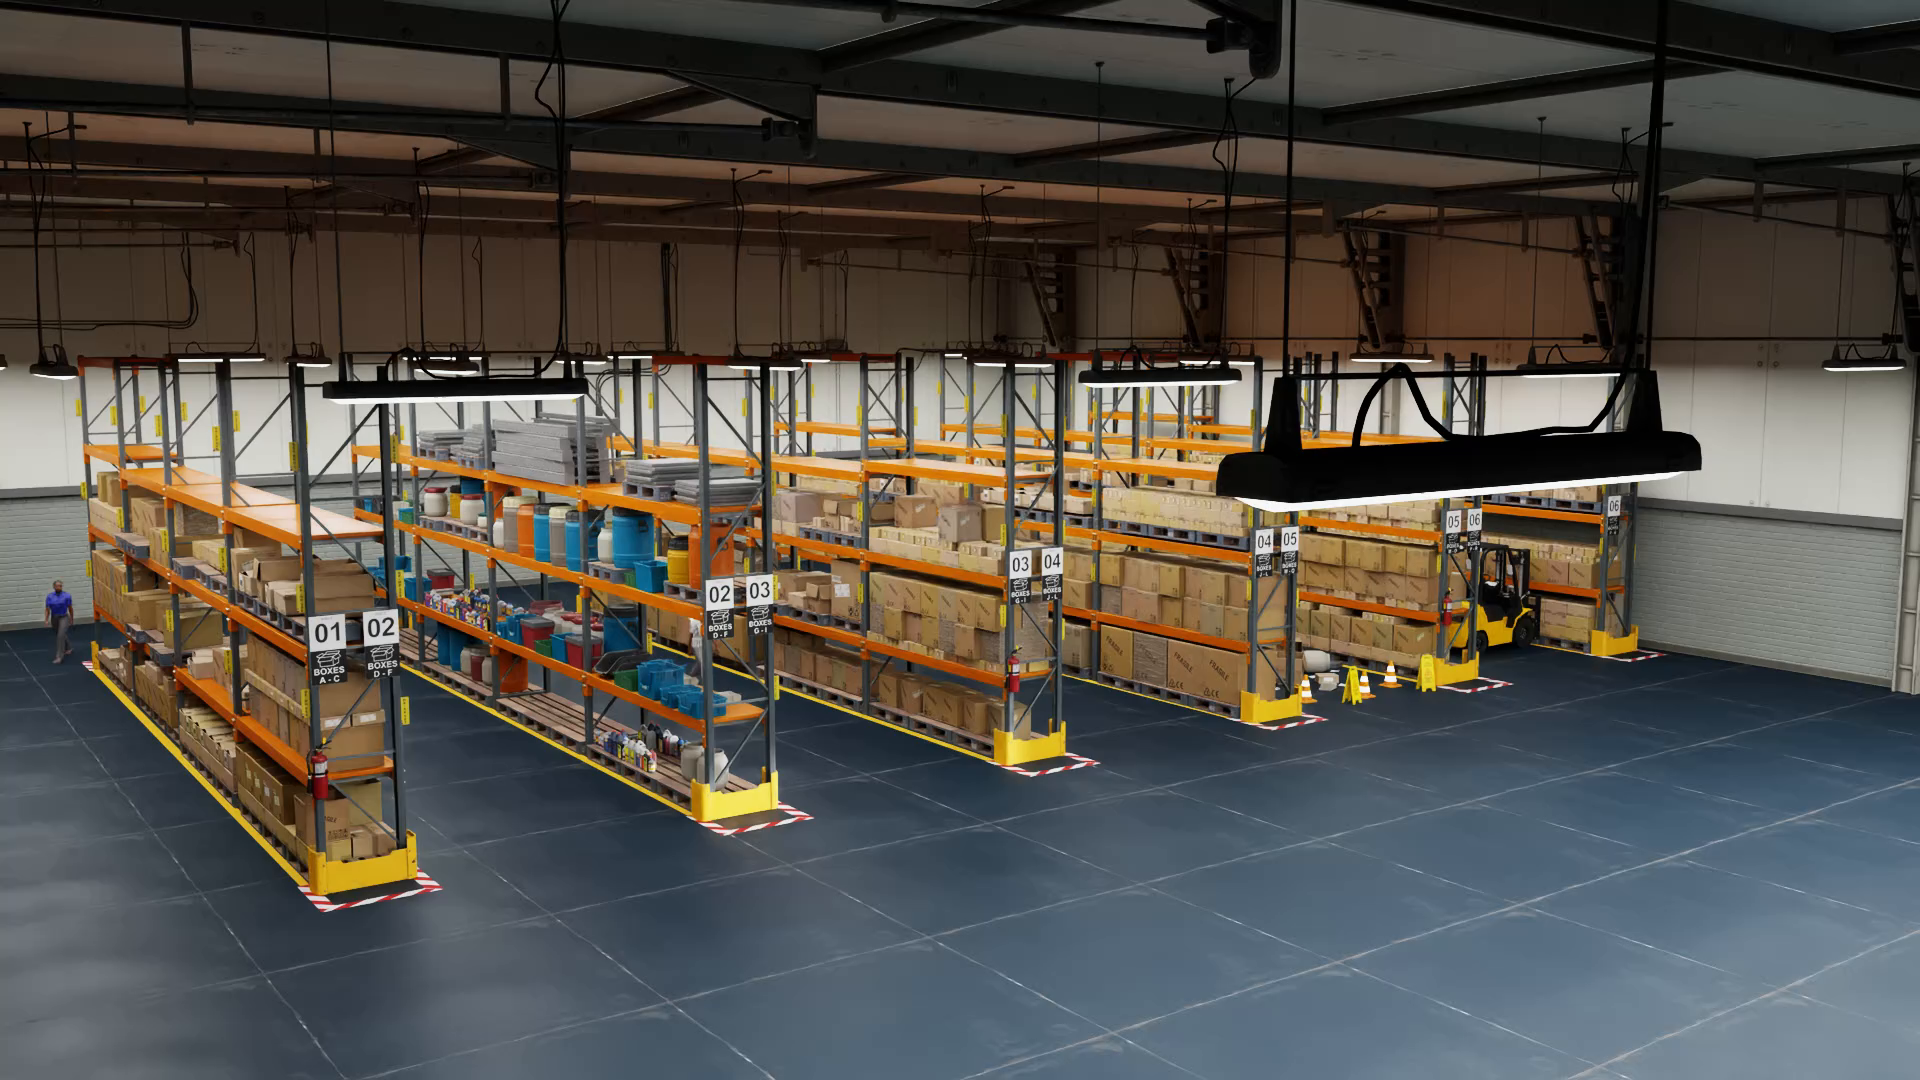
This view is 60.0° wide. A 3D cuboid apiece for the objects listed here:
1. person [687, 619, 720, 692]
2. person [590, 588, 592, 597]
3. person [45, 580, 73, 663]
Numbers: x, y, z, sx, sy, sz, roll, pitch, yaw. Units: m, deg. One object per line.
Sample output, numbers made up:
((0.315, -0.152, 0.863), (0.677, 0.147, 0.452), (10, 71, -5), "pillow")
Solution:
((-4.596, 1.895, 29.830), (1.062, 1.622, 0.457), (7, 10, 43), "person")
((-8.687, 0.577, 40.199), (1.191, 1.708, 0.584), (4, 8, 29), "person")
((-17.663, 1.565, 32.636), (0.416, 1.593, 1.070), (0, 7, -2), "person")
